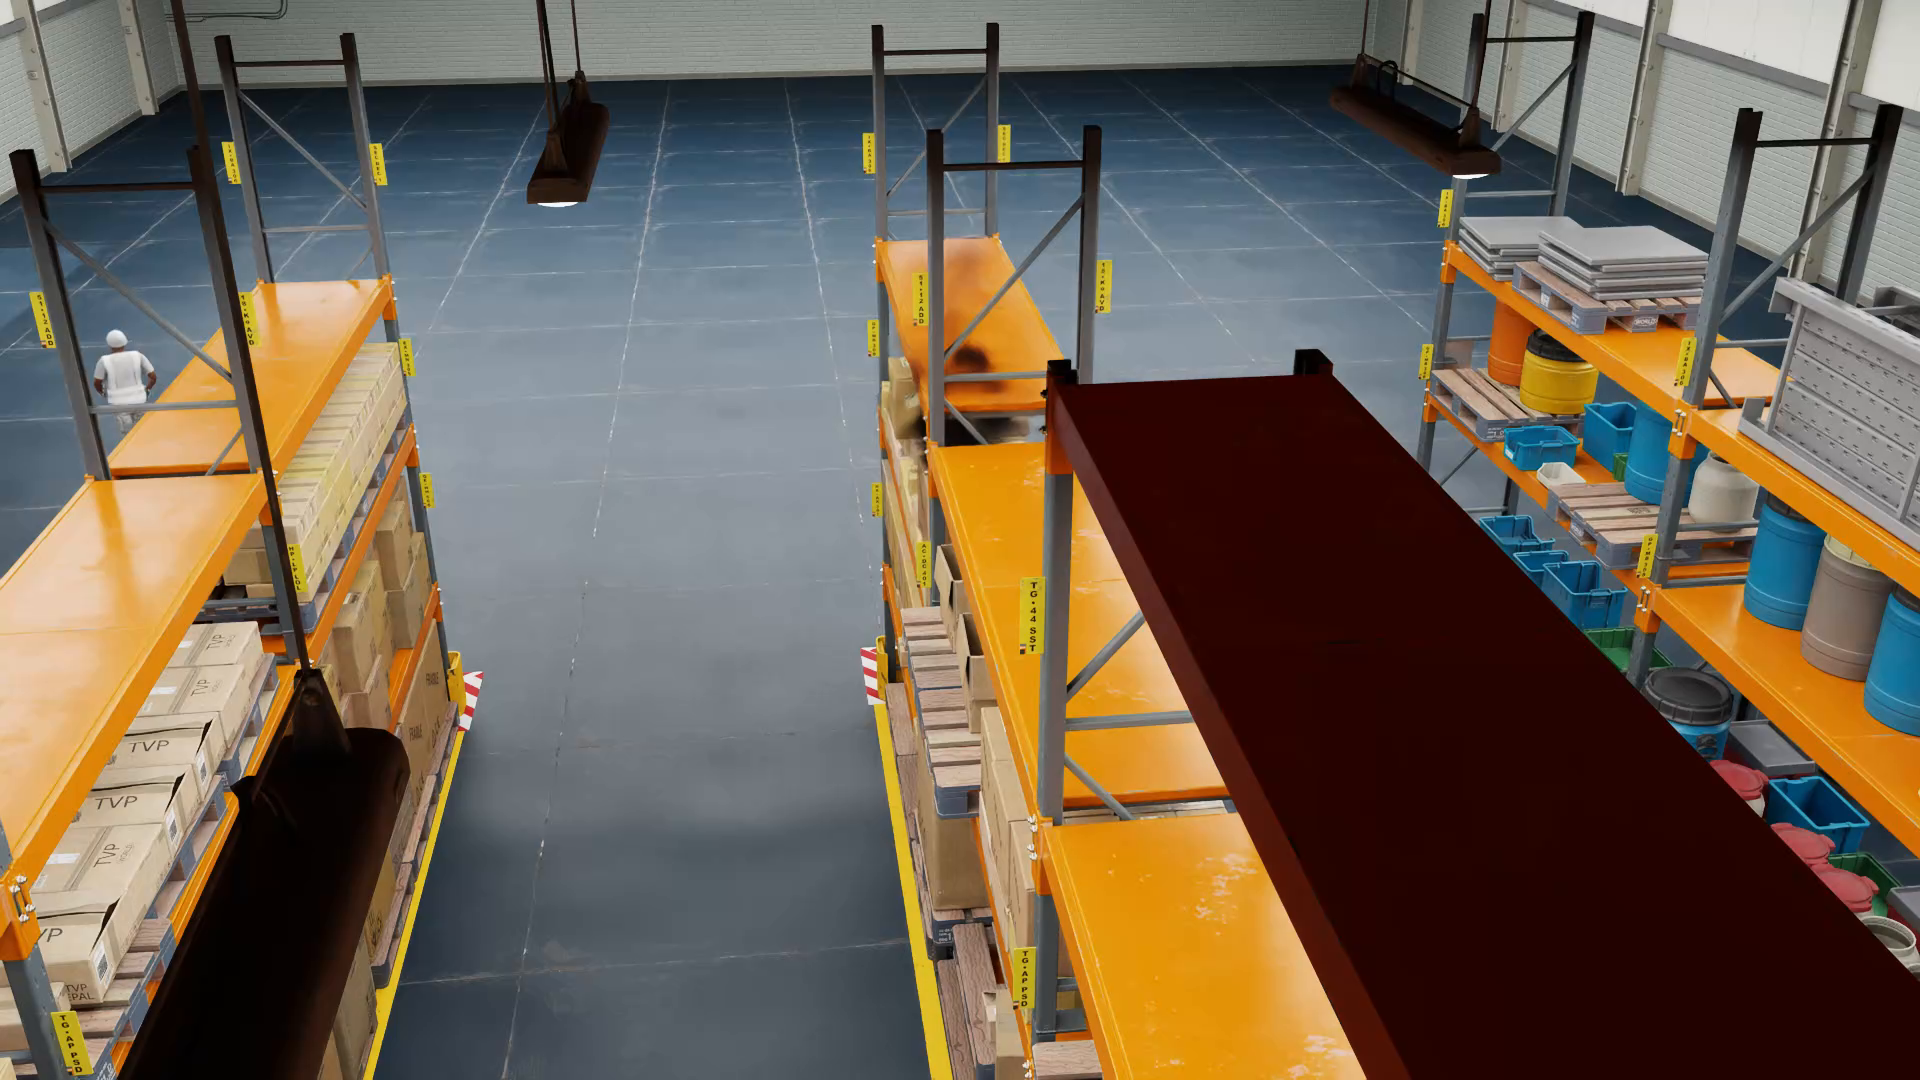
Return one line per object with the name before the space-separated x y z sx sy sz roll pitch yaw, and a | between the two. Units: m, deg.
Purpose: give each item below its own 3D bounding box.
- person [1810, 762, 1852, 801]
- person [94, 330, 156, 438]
person | 6.808 1.785 12.817 0.655 1.673 0.604 -6 26 -12
person | -9.907 -1.622 19.847 0.679 1.772 0.831 -21 33 -37
